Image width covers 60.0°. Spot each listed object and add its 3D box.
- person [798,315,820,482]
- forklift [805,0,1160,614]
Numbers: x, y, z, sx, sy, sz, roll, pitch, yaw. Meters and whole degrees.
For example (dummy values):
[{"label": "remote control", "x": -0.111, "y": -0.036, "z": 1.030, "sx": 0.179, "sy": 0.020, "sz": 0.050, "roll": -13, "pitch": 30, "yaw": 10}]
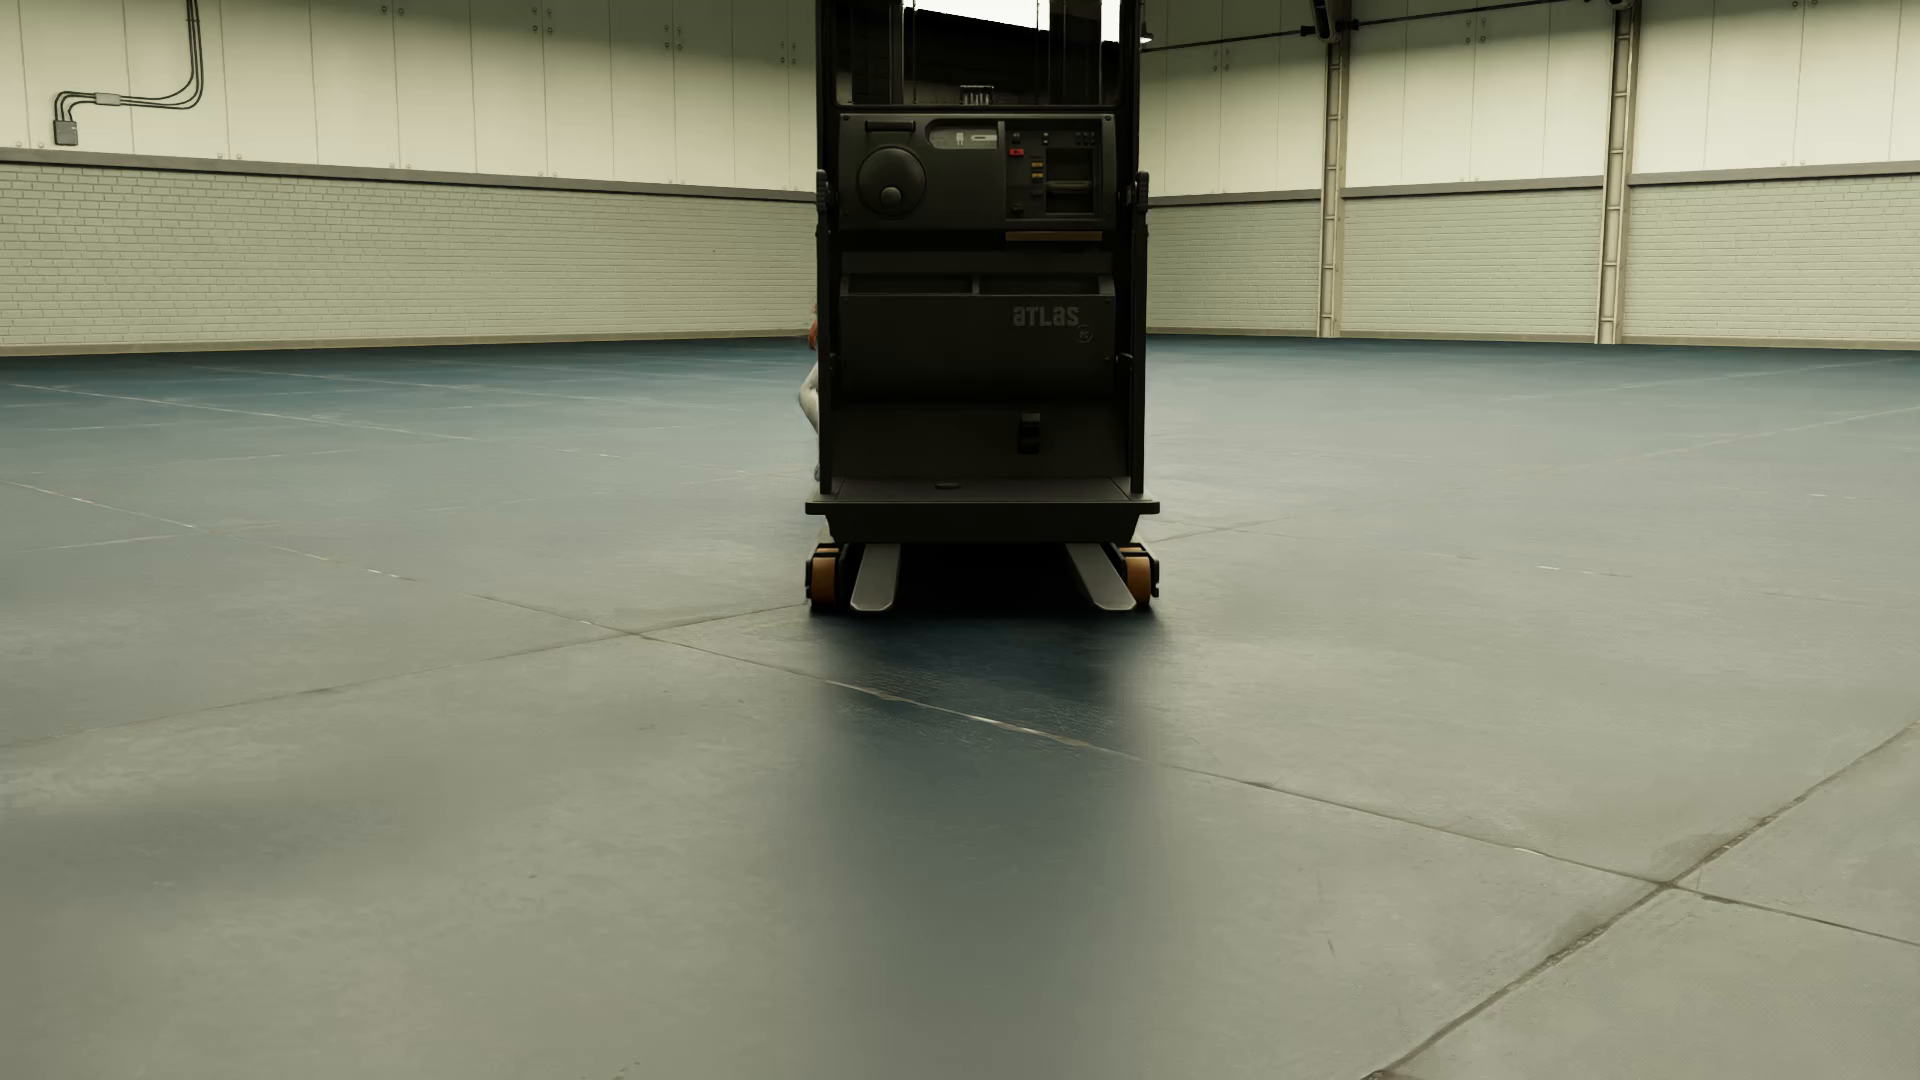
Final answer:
[{"label": "person", "x": -0.454, "y": -1.015, "z": 8.443, "sx": 0.910, "sy": 1.552, "sz": 0.494, "roll": -7, "pitch": 11, "yaw": -39}, {"label": "forklift", "x": 0.064, "y": -1.281, "z": 5.381, "sx": 1.130, "sy": 2.935, "sz": 3.031, "roll": 0, "pitch": 9, "yaw": -1}]
